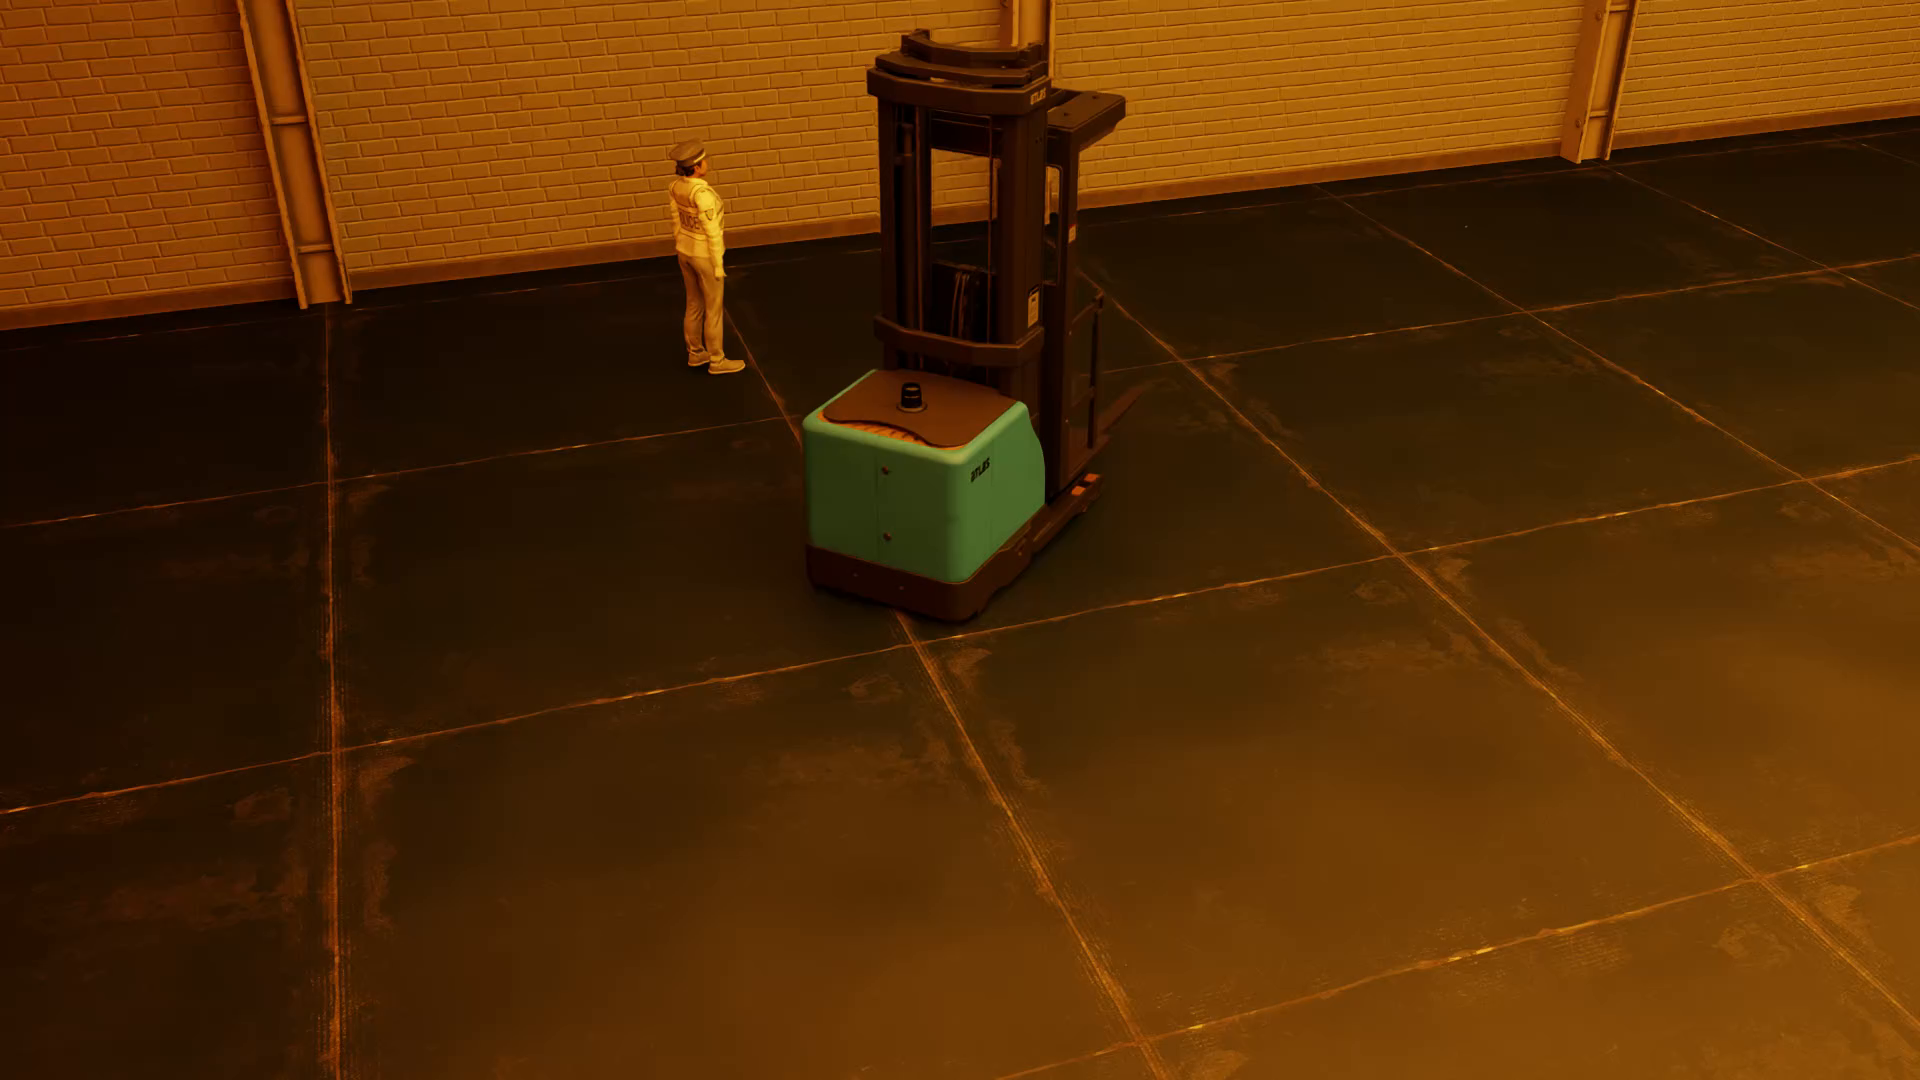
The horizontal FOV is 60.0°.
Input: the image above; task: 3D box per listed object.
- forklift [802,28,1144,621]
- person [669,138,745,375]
[{"bbox_3d":[0.257,-1.533,9.752,1.130,2.935,3.031,15,33,24],"label":"forklift"},{"bbox_3d":[-1.834,-2.014,11.835,0.461,1.693,0.341,26,39,38],"label":"person"}]
